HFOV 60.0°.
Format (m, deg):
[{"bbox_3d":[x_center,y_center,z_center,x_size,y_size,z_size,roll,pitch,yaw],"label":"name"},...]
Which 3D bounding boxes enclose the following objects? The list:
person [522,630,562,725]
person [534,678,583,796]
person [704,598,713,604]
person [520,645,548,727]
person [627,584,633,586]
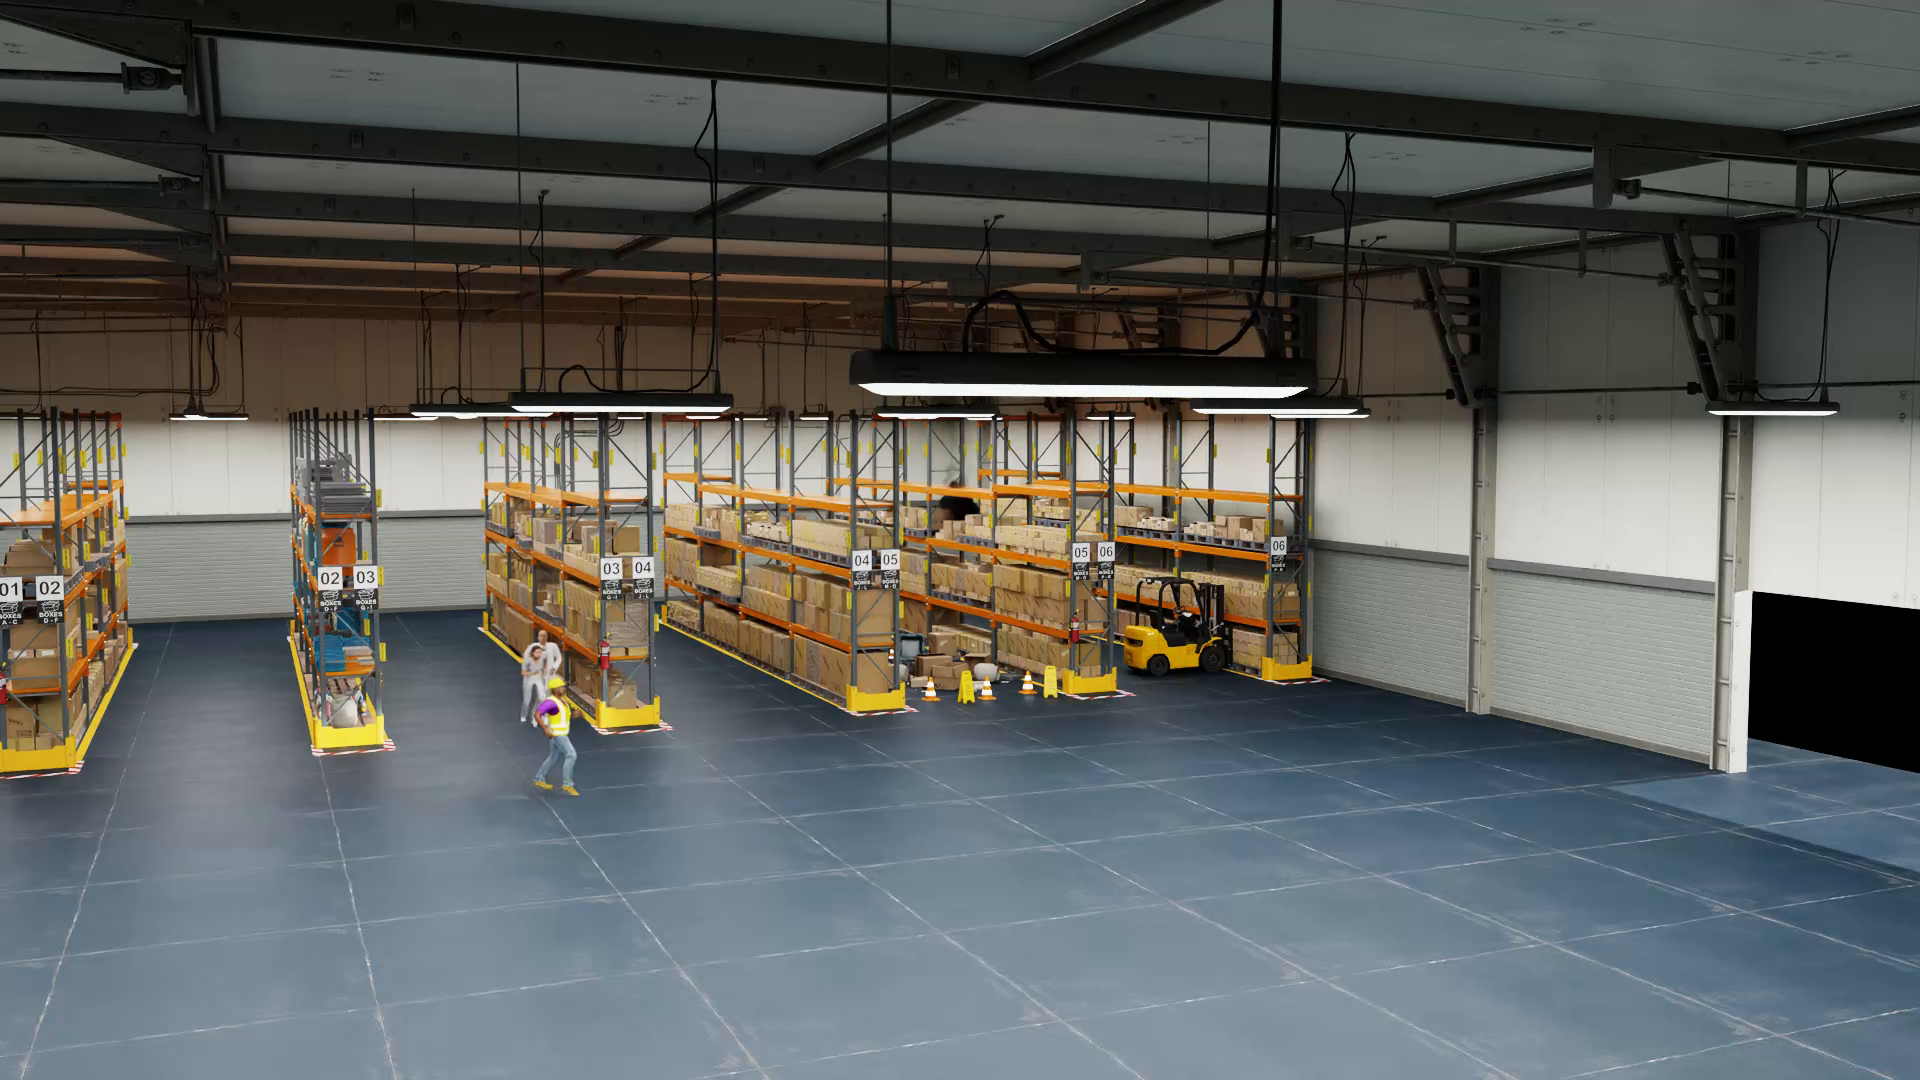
[{"bbox_3d":[-8.010,2.610,31.932,0.735,1.782,0.974,-1,4,-18],"label":"person"},{"bbox_3d":[-6.210,3.042,25.665,0.777,1.831,0.672,0,4,-5],"label":"person"},{"bbox_3d":[-7.491,1.561,49.120,0.533,1.461,0.548,1,4,14],"label":"person"},{"bbox_3d":[-8.068,2.737,31.470,0.590,1.573,0.932,-3,5,-36],"label":"person"},{"bbox_3d":[-9.433,1.638,46.917,0.667,1.680,0.664,-1,4,-8],"label":"person"}]
